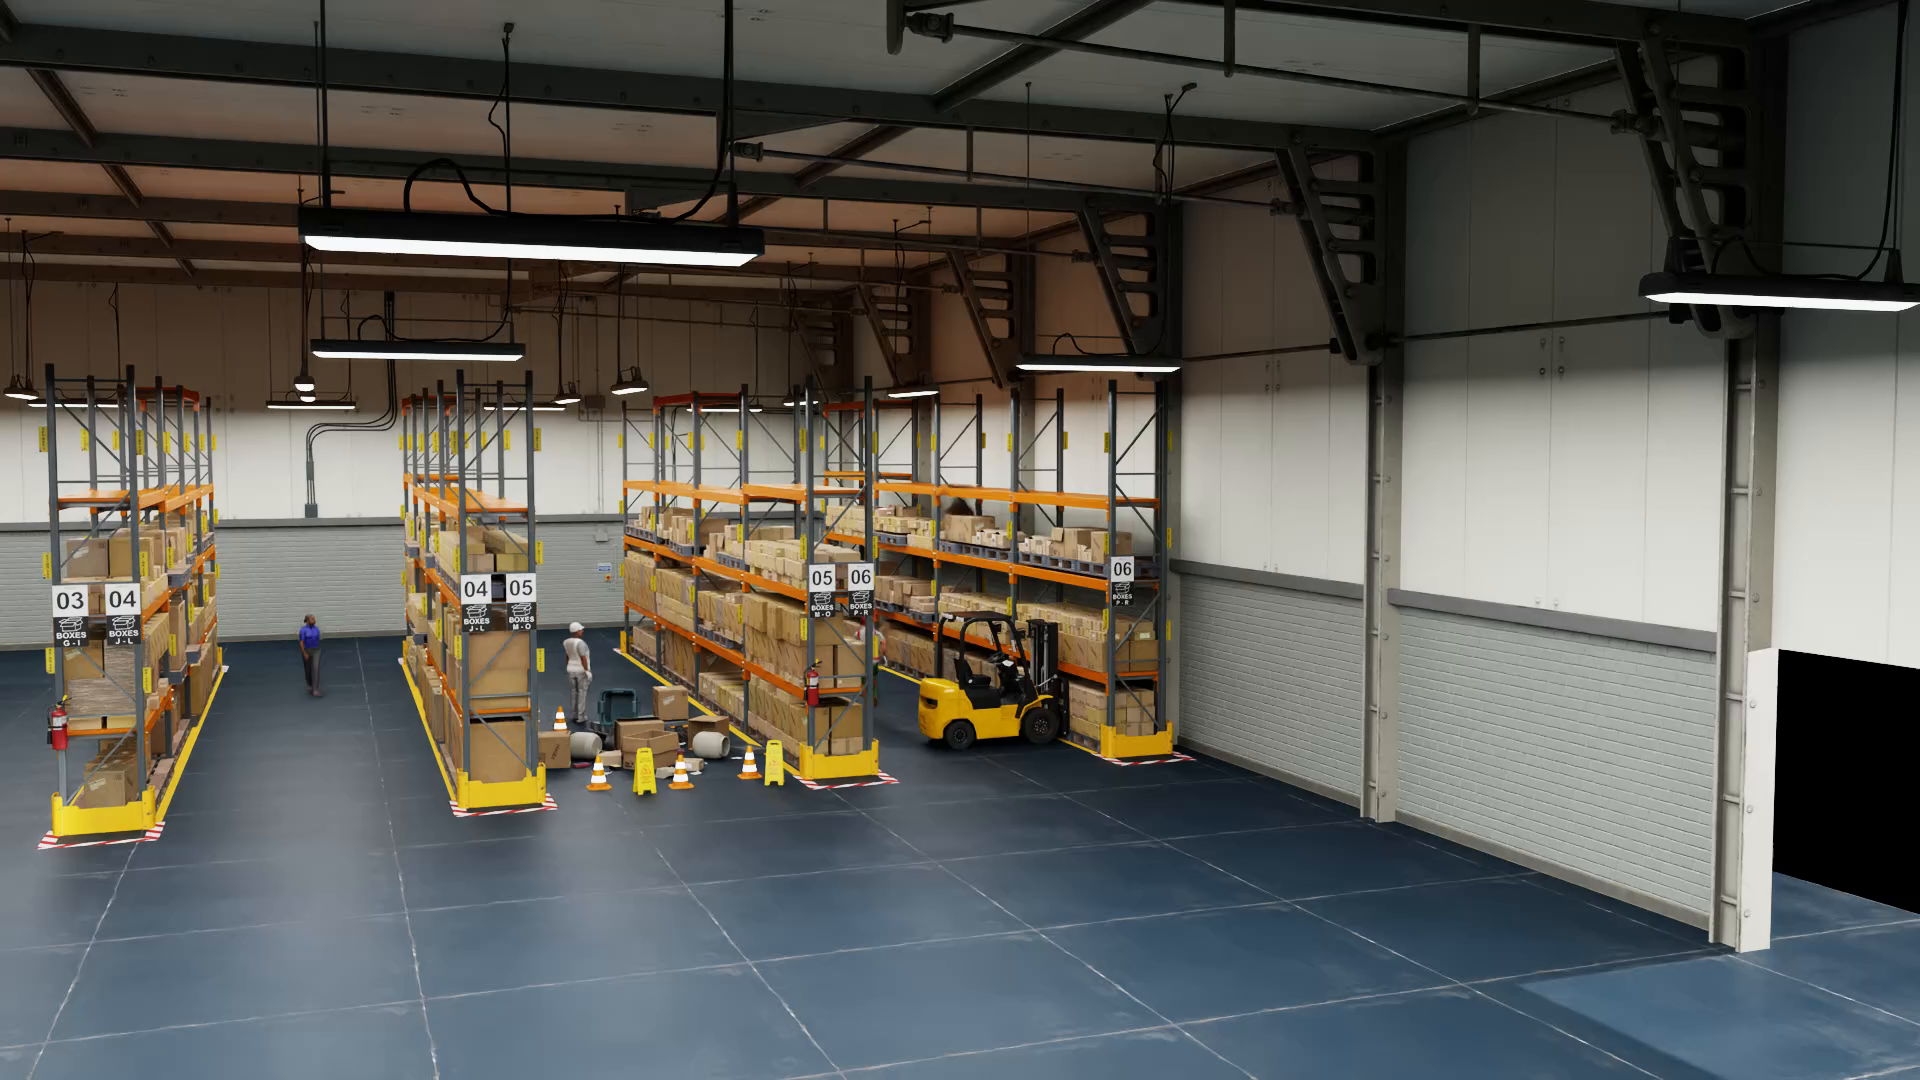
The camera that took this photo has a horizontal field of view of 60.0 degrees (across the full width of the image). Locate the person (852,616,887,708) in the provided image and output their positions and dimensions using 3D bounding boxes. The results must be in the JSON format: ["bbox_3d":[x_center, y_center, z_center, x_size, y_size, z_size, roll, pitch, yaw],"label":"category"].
[{"bbox_3d":[-1.694,2.228,30.444,0.622,1.745,0.744,-1,3,-17],"label":"person"}]

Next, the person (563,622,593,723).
[{"bbox_3d":[-6.824,2.365,30.014,0.593,1.781,0.599,2,4,25],"label":"person"}]

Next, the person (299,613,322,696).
[{"bbox_3d":[-12.907,2.268,33.057,0.405,1.595,0.935,-1,3,-17],"label":"person"}]
